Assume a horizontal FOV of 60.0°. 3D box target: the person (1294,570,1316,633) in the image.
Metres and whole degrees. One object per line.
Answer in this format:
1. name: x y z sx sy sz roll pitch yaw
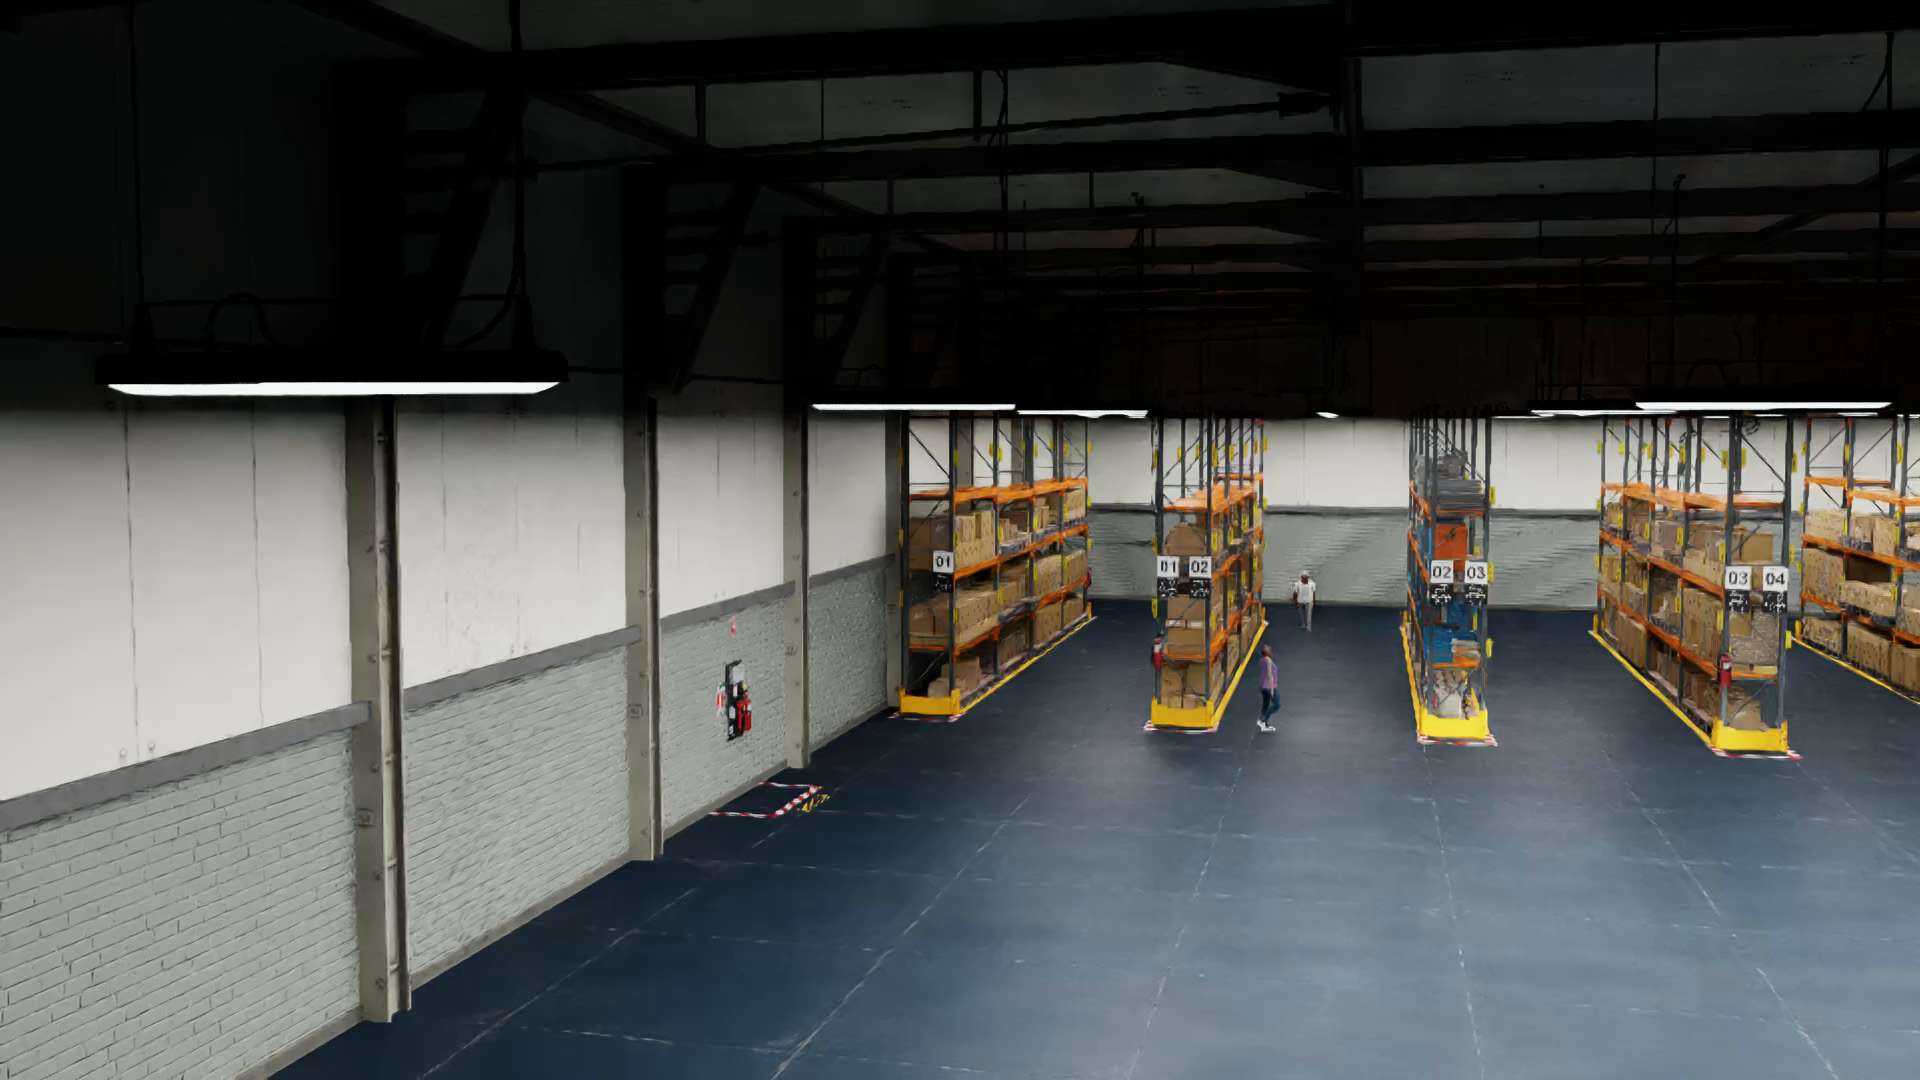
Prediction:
1. person: 9.322 1.641 44.999 0.577 1.691 1.121 1 4 16

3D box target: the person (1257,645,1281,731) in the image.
1. person: 5.646 2.731 30.590 0.407 1.594 0.458 -1 4 -15
